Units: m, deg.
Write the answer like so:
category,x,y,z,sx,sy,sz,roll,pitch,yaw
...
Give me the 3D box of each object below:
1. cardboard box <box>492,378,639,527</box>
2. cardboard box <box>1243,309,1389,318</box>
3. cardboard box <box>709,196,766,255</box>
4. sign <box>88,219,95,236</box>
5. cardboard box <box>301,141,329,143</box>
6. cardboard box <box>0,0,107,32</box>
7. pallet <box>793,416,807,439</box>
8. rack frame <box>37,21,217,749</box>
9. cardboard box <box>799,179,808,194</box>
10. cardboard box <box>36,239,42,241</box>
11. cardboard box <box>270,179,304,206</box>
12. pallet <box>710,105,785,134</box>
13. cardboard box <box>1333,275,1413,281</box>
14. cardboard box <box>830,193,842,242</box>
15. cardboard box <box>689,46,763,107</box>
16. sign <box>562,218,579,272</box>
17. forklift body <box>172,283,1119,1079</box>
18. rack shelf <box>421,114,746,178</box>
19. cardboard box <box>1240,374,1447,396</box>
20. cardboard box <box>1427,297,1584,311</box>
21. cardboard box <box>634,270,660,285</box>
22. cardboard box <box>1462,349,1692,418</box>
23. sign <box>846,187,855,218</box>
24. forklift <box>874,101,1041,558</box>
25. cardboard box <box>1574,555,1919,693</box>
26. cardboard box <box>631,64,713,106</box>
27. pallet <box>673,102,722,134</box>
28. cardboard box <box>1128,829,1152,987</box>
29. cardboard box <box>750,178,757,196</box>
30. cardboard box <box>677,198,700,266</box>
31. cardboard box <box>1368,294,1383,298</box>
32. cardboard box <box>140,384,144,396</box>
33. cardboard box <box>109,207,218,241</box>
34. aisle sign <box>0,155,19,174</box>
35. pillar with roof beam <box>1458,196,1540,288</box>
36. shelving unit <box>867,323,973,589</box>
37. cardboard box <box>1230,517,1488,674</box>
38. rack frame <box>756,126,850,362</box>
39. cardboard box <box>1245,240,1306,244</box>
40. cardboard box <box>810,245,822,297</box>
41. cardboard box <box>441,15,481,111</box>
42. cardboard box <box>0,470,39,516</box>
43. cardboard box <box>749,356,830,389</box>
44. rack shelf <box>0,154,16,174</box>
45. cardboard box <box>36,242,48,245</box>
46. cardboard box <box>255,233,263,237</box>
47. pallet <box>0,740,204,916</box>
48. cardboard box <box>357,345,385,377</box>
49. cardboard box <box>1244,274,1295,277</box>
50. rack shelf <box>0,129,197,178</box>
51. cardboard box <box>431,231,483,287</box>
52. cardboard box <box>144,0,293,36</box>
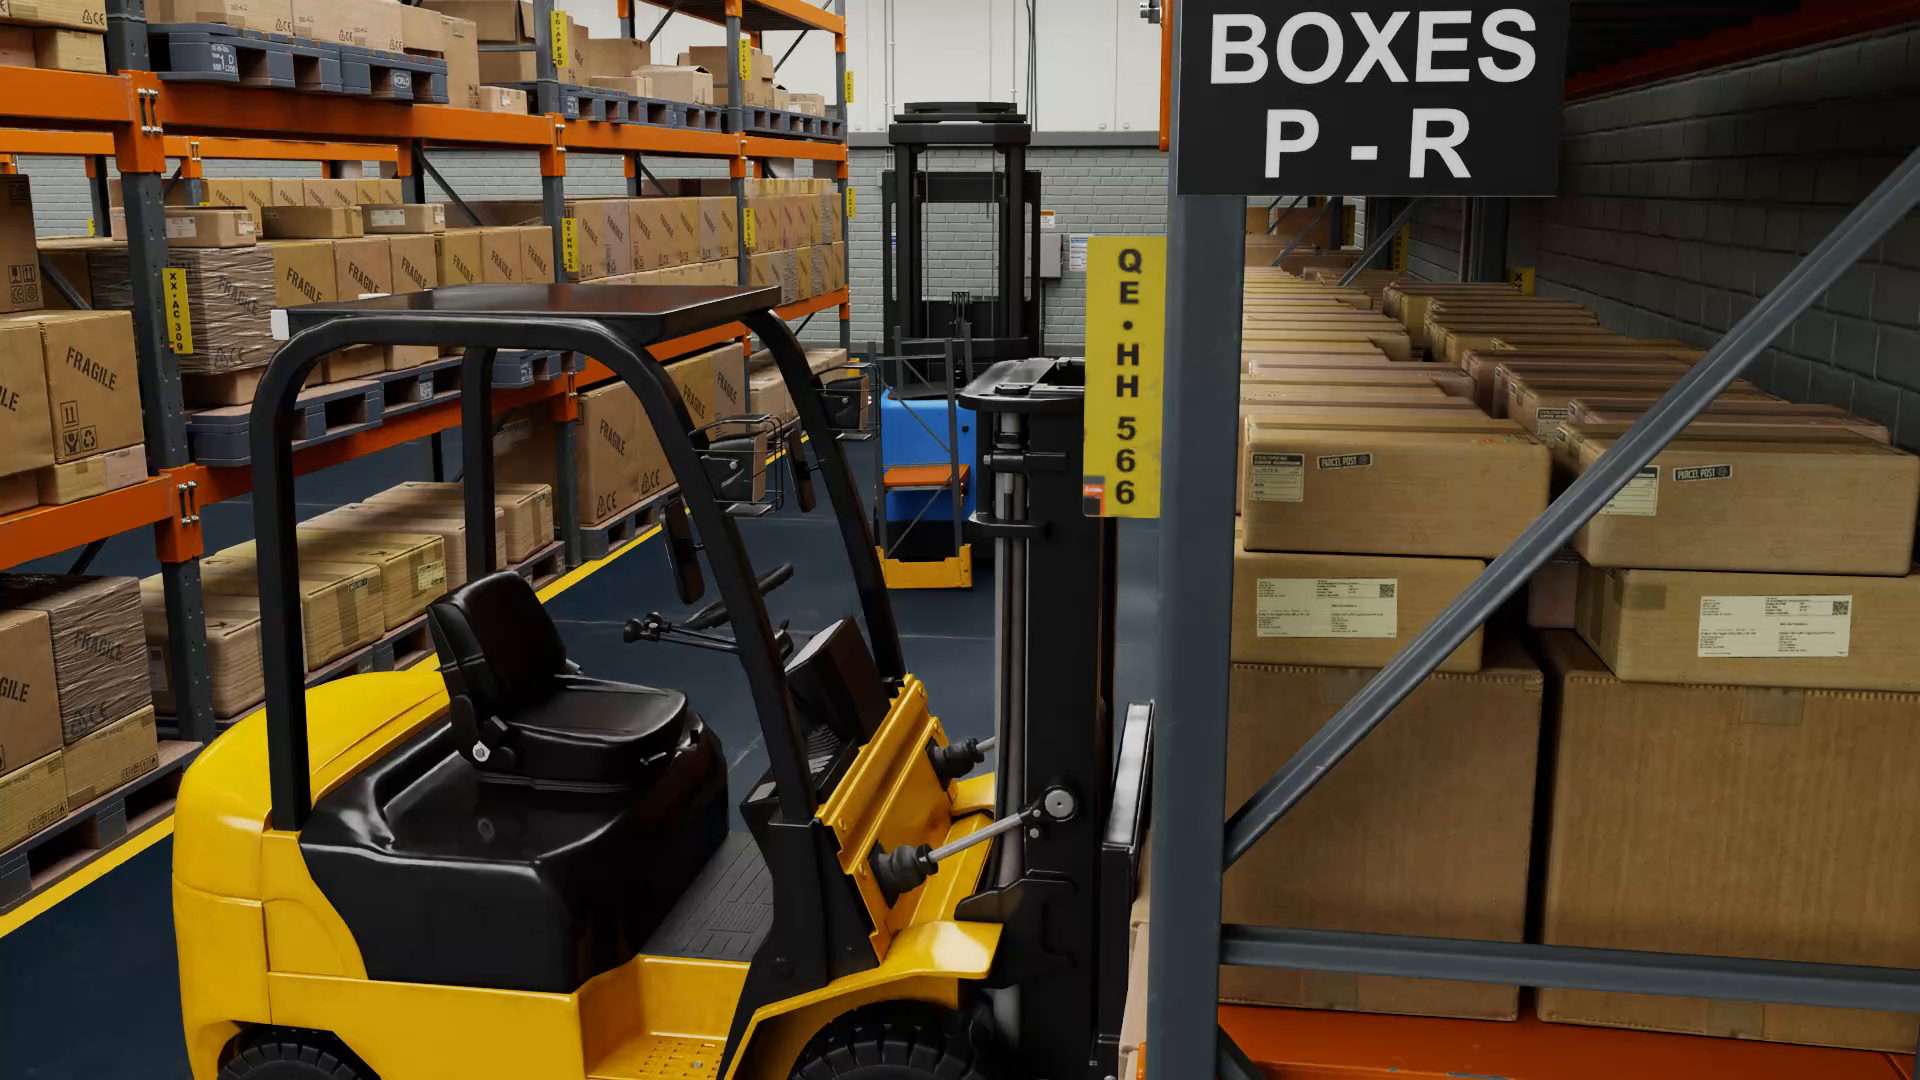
category,x,y,z,sx,sy,sz,roll,pitch,yaw
cardboard box,-2.758,-0.617,11.283,0.875,0.875,0.875,2,12,8
cardboard box,0.882,-0.500,4.212,0.380,0.149,0.250,2,12,8
cardboard box,-2.018,-2.771,14.620,0.500,0.500,0.500,2,12,9
sign,-7.775,-2.720,14.942,0.100,0.325,0.005,2,12,9
cardboard box,-6.654,-4.083,16.556,0.500,0.250,0.500,2,12,11
cardboard box,-3.363,-1.914,5.785,0.500,0.250,0.500,2,12,8
pallet,-1.951,-1.189,16.511,1.003,0.211,1.213,2,12,9
rack frame,-3.561,-0.477,6.585,1.000,3.000,0.127,2,12,9
cardboard box,-1.715,-3.481,16.374,0.380,0.149,0.250,2,12,10
cardboard box,-7.872,-2.424,13.809,0.380,0.149,0.250,2,12,8
cardboard box,-6.755,-3.263,16.196,0.500,0.500,0.500,2,12,10
pallet,-2.195,-3.735,14.794,1.003,0.211,1.213,2,12,9
cardboard box,2.110,-1.278,8.524,0.380,0.149,0.250,2,12,8
cardboard box,-1.555,-3.404,17.559,0.500,0.500,0.500,2,12,11
cardboard box,-2.033,-4.027,14.468,0.500,0.500,0.500,2,12,10
sign,-2.408,-1.821,10.263,0.100,0.325,0.005,2,12,9
forklift body,-0.782,0.477,4.174,2.313,2.155,1.214,2,12,9
rack shelf,-2.638,-2.840,12.140,1.077,0.370,4.000,2,12,9
cardboard box,0.596,-0.184,2.746,0.380,0.149,0.250,2,12,10
cardboard box,1.510,-0.591,4.633,0.380,0.149,0.250,2,12,8
cardboard box,-2.455,-1.789,11.843,0.500,0.250,0.500,2,12,8
cardboard box,1.160,-0.274,3.161,0.380,0.149,0.250,2,12,10
sign,-1.182,-3.636,17.934,0.100,0.325,0.005,2,12,9
forklift,0.018,-1.565,11.799,1.130,2.935,3.031,0,12,2
cardboard box,1.037,0.088,2.188,0.380,0.149,0.250,2,12,7
cardboard box,-2.259,-3.580,13.079,0.500,0.311,0.500,2,12,9
pallet,-2.423,-3.322,13.123,0.805,0.209,1.217,1,12,6
cardboard box,0.632,0.848,3.593,0.500,0.250,0.500,2,12,9
cardboard box,-2.002,-3.108,14.644,0.380,0.149,0.250,2,12,9
cardboard box,-2.321,-2.366,12.740,0.500,0.500,0.500,2,12,10
cardboard box,1.824,-0.960,7.049,0.380,0.149,0.250,2,12,9
cardboard box,-3.697,-0.729,7.358,0.380,0.149,0.250,2,12,7
cardboard box,-3.620,-1.441,7.578,0.380,0.149,0.250,2,12,7
aisle sign,-11.200,-4.572,19.416,0.394,0.787,0.004,2,12,9
pillar with roof beam,-1.605,-3.921,8.326,9.100,9.000,0.400,2,12,9
shelving unit,-0.199,-0.555,10.443,0.587,1.500,1.083,-2,12,7
cardboard box,0.505,0.069,2.277,0.380,0.149,0.250,2,12,9
rack frame,-1.716,-2.975,18.176,1.000,3.000,0.127,2,12,9
cardboard box,2.079,-1.871,11.823,0.700,0.500,0.500,2,12,8
cardboard box,-1.690,-2.703,16.679,0.500,0.500,0.500,2,12,10
cardboard box,-3.102,-2.628,9.208,0.700,0.500,0.500,2,12,9
cardboard box,-3.458,-0.173,5.773,0.380,0.149,0.250,2,12,9
cardboard box,-1.851,-1.596,16.864,0.875,0.438,0.875,2,12,10
rack shelf,-11.815,-3.994,17.494,1.077,0.370,4.000,2,12,9
cardboard box,-7.348,-2.237,12.942,0.380,0.149,0.250,2,12,8
cardboard box,-3.477,-1.299,8.462,0.500,0.500,0.500,1,12,7
pallet,-3.630,1.027,6.225,1.003,0.211,1.213,2,12,9
cardboard box,-3.028,-0.881,8.059,0.380,0.149,0.250,2,12,9
cardboard box,1.537,-1.294,8.599,0.380,0.149,0.250,2,12,9
rack shelf,-7.545,-2.980,12.787,1.077,0.370,4.000,2,12,9
cardboard box,-2.886,-1.392,8.893,0.500,0.500,0.500,1,12,5
cardboard box,-3.075,-2.184,6.745,0.500,0.250,0.500,2,12,7
